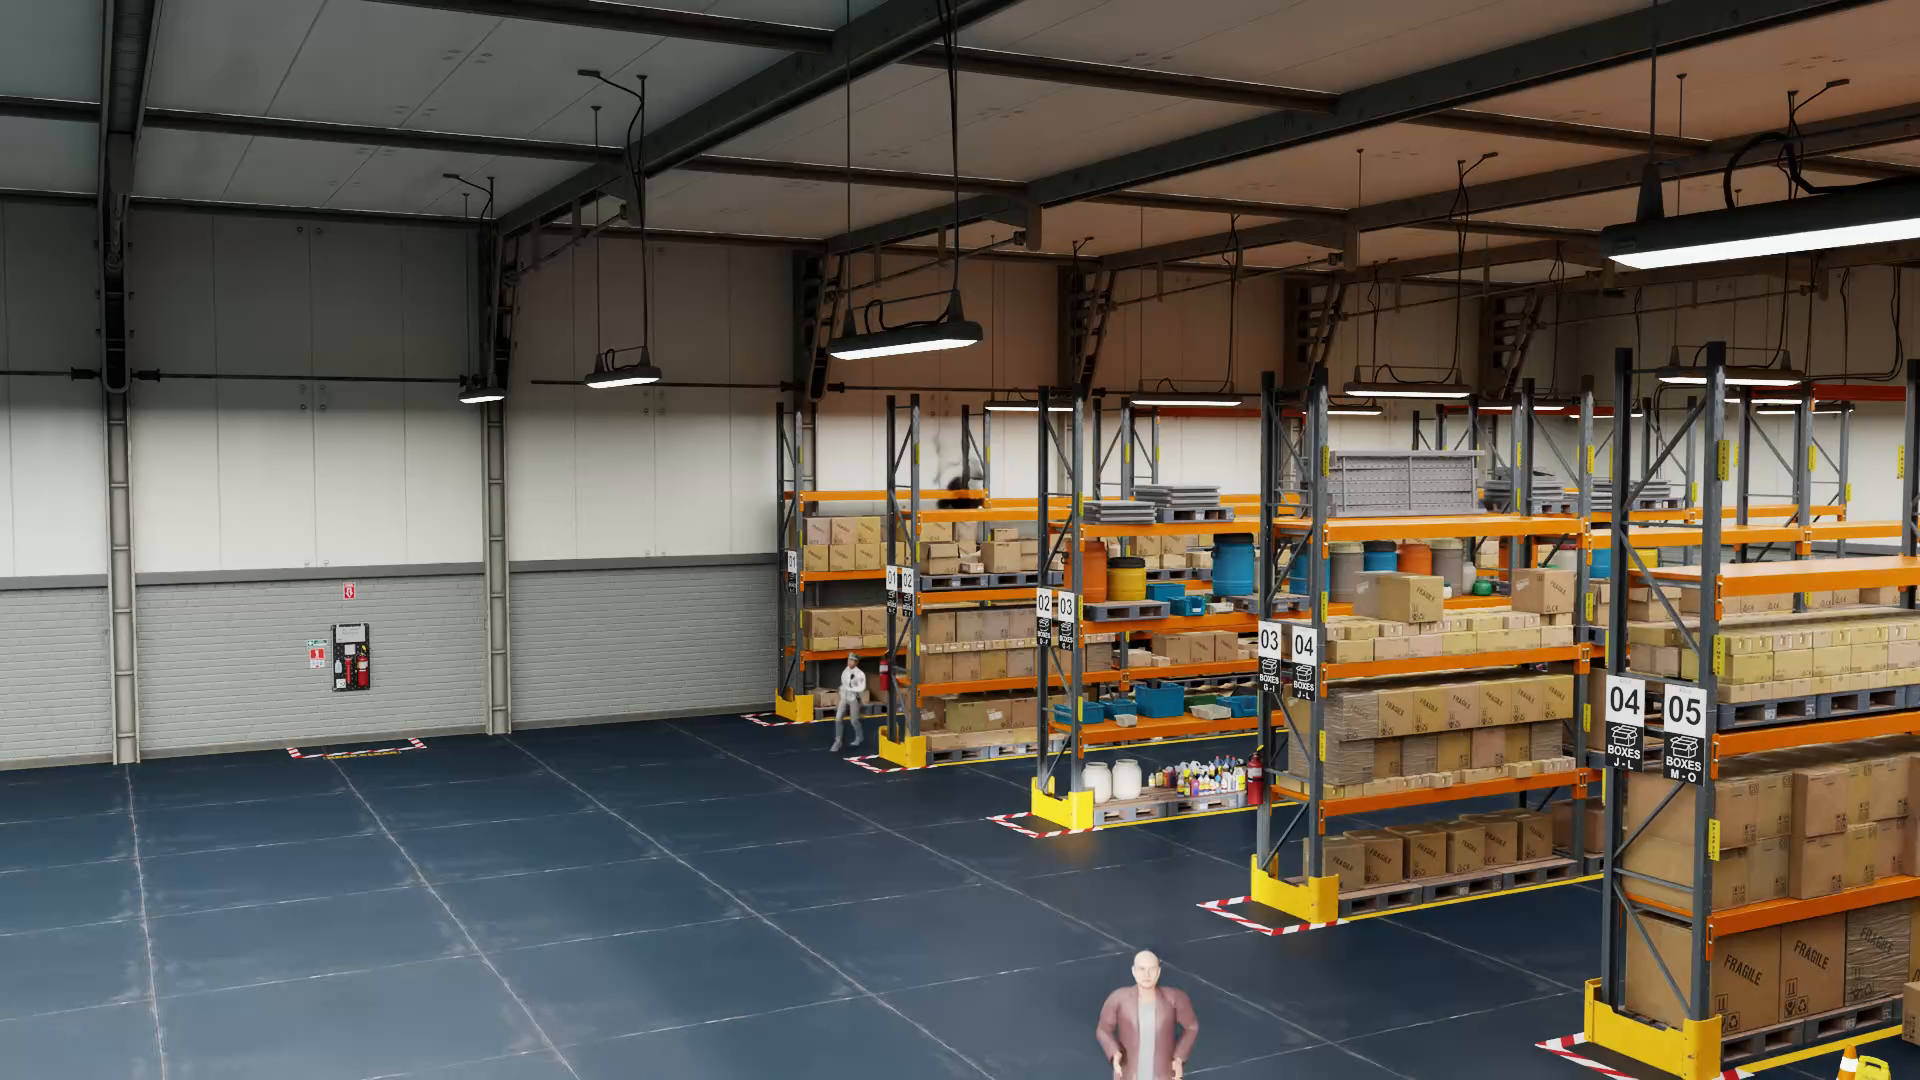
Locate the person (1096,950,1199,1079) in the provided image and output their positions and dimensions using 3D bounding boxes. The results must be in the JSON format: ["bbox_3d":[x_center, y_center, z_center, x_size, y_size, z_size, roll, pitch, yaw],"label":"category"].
[{"bbox_3d":[1.263,3.654,11.239,0.703,1.728,0.654,0,3,7],"label":"person"}]

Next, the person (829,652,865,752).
[{"bbox_3d":[-1.779,2.750,28.227,0.605,1.741,0.748,2,4,35],"label":"person"}]

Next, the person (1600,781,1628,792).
[{"bbox_3d":[9.177,3.039,23.245,0.569,1.630,0.610,-2,4,-29],"label":"person"}]
